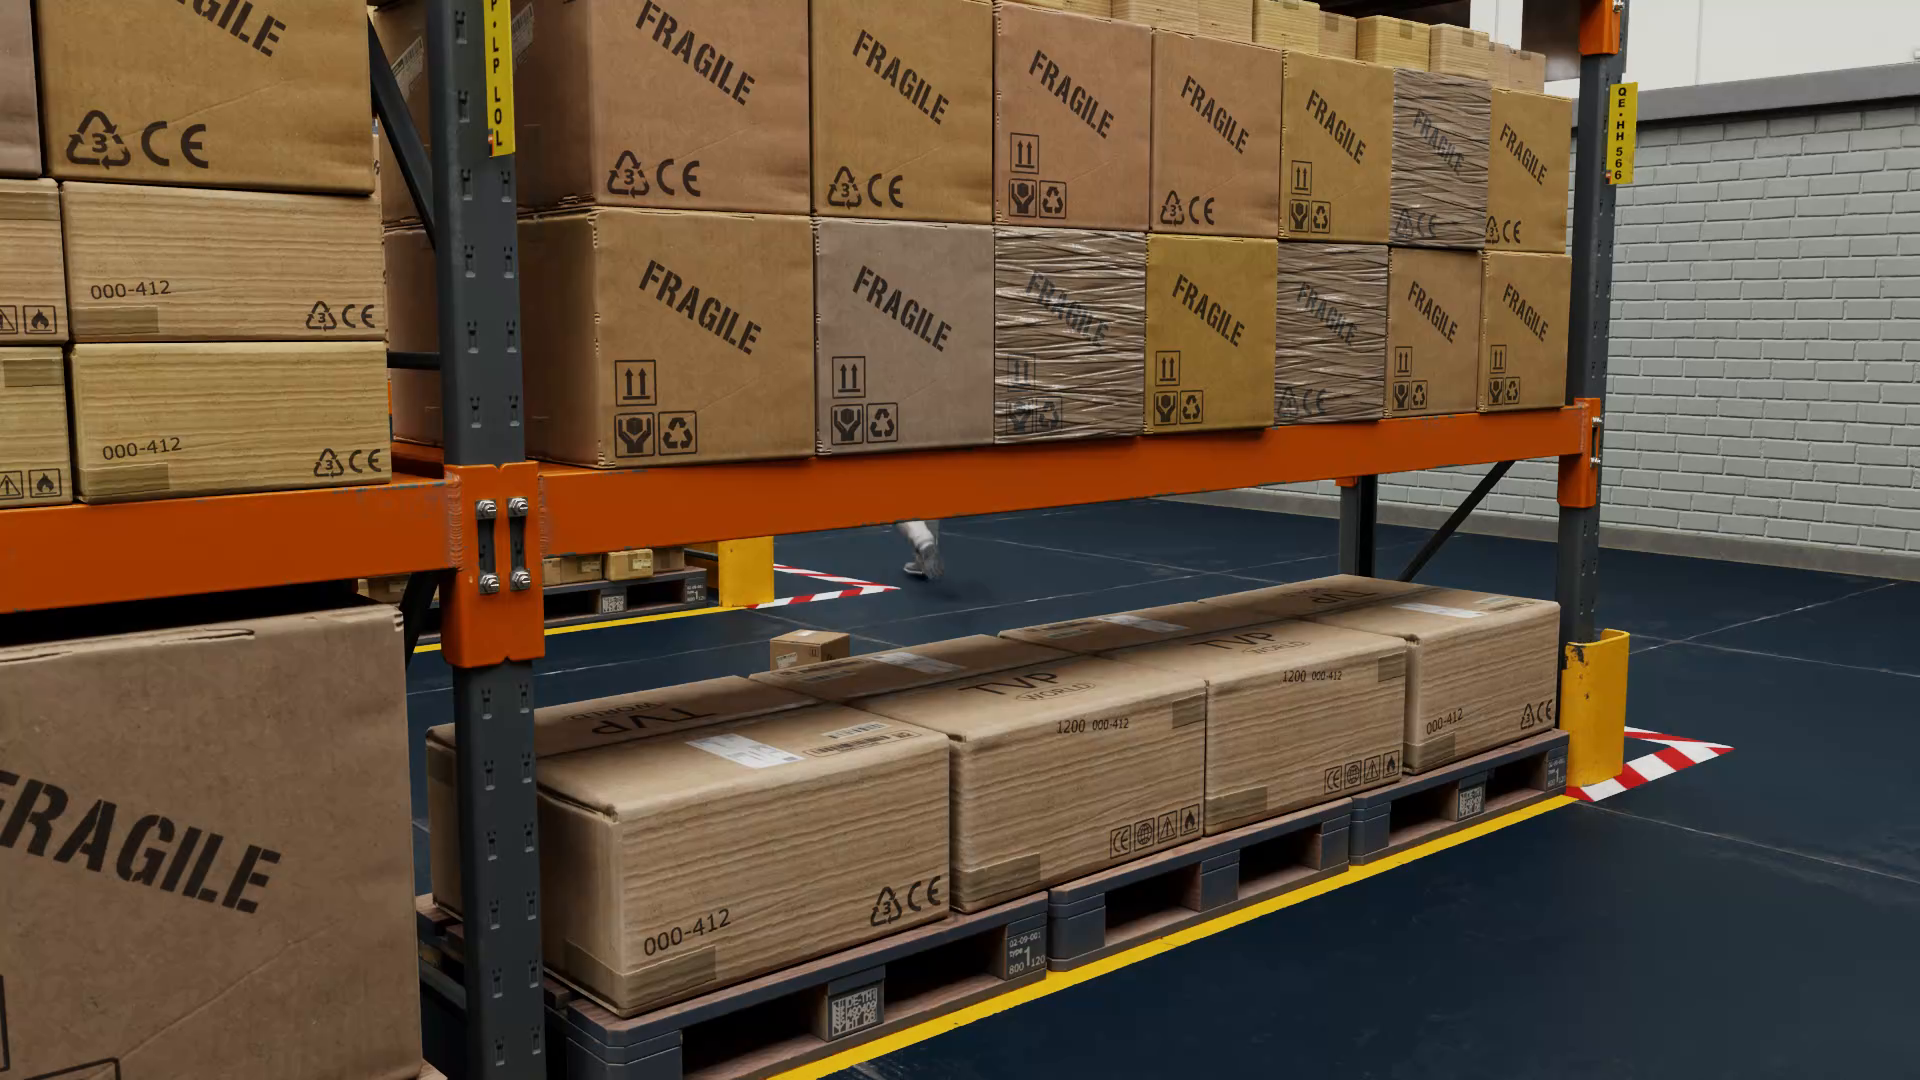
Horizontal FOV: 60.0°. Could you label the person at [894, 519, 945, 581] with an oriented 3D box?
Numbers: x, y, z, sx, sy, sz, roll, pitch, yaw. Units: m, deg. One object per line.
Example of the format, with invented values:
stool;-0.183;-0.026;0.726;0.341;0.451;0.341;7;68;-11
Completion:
person;-0.233;-0.566;10.021;0.494;1.631;0.747;-3;8;-22
